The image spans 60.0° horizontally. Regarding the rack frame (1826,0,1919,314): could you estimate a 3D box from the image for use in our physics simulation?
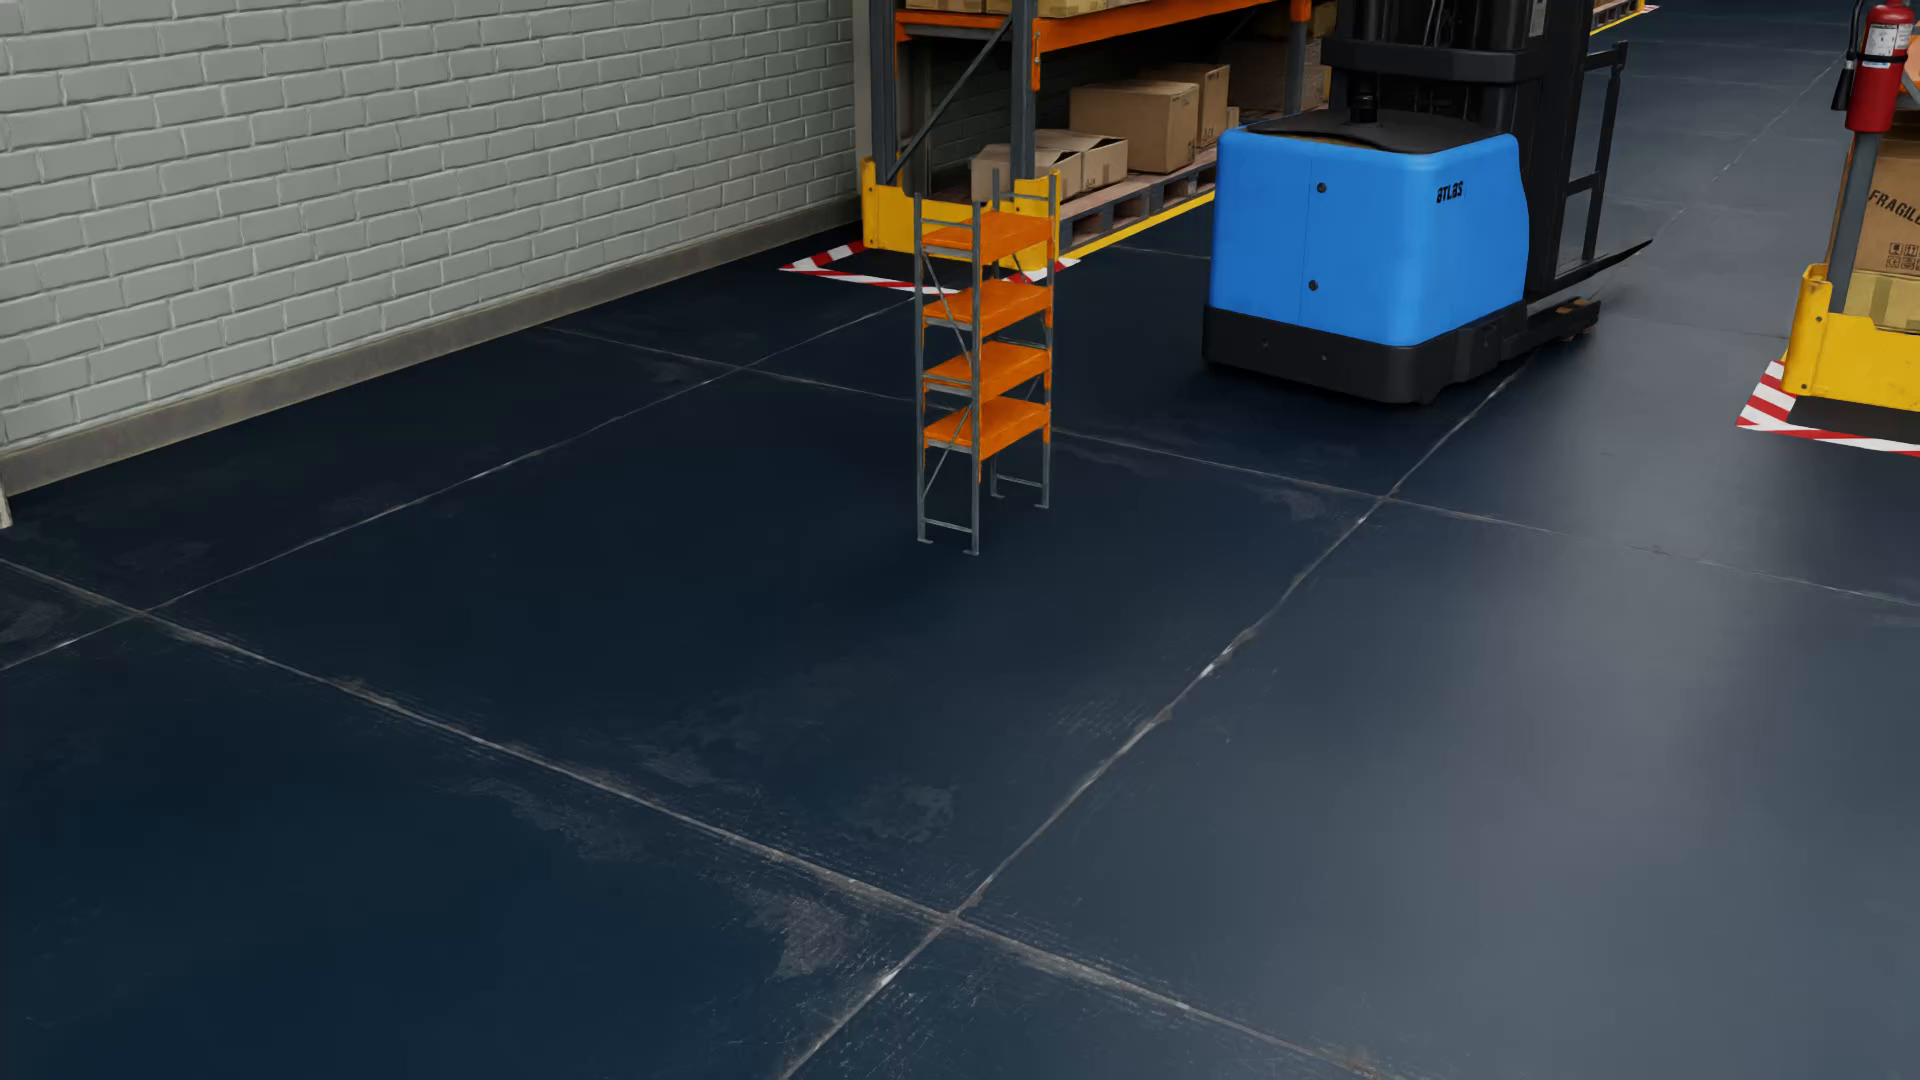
[{"bbox_3d":[4.165,-1.967,6.519,1.000,3.000,0.127,14,27,29],"label":"rack frame"}]

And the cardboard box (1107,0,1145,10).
[{"bbox_3d":[0.743,-3.221,9.578,0.500,0.250,0.500,13,27,27],"label":"cardboard box"}]

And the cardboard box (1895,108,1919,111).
[{"bbox_3d":[4.975,-1.995,8.570,0.500,0.500,0.500,14,27,29],"label":"cardboard box"}]

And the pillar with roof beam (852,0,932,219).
[{"bbox_3d":[3.246,-5.273,6.602,9.100,9.000,0.400,14,27,29],"label":"pillar with roof beam"}]

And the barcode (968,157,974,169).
[{"bbox_3d":[0.065,-2.281,10.062,0.001,0.075,0.075,14,27,29],"label":"barcode"}]

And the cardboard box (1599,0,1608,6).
[{"bbox_3d":[7.581,-6.854,20.424,0.700,0.500,0.500,13,27,27],"label":"cardboard box"}]

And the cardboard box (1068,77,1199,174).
[{"bbox_3d":[1.126,-2.703,10.811,0.700,0.500,0.500,12,26,26],"label":"cardboard box"}]

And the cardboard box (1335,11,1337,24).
[{"bbox_3d":[2.939,-4.331,13.627,0.500,0.250,0.500,13,27,27],"label":"cardboard box"}]

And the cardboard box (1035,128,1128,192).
[{"bbox_3d":[0.696,-2.379,10.301,0.500,0.311,0.500,16,28,33],"label":"cardboard box"}]

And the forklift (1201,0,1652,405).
[{"bbox_3d":[2.453,-2.409,7.624,1.130,2.935,3.031,20,30,38],"label":"forklift"}]

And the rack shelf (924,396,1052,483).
[{"bbox_3d":[0.087,-0.363,5.746,0.258,0.148,0.480,14,27,29],"label":"rack shelf"}]

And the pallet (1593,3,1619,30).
[{"bbox_3d":[7.394,-6.428,20.333,1.003,0.211,1.213,14,27,29],"label":"pallet"}]

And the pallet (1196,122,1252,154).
[{"bbox_3d":[1.740,-2.840,12.045,1.003,0.211,1.213,14,27,29],"label":"pallet"}]

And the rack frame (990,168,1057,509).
[{"bbox_3d":[0.216,-0.689,5.831,0.240,1.200,0.015,14,27,29],"label":"rack frame"}]

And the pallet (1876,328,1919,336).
[{"bbox_3d":[4.533,-0.955,7.689,1.003,0.211,1.213,14,27,29],"label":"pallet"}]

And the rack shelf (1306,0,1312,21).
[{"bbox_3d":[3.119,-4.699,13.734,1.077,0.370,4.000,14,27,29],"label":"rack shelf"}]

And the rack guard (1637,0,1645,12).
[{"bbox_3d":[8.407,-7.265,21.903,1.175,0.500,0.348,14,27,29],"label":"rack guard"}]

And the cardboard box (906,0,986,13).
[{"bbox_3d":[0.036,-3.143,9.398,0.500,0.250,0.500,14,27,30],"label":"cardboard box"}]

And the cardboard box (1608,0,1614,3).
[{"bbox_3d":[7.846,-7.024,20.817,0.700,0.500,0.500,14,27,29],"label":"cardboard box"}]

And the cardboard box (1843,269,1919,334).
[{"bbox_3d":[4.197,-1.141,7.543,0.500,0.250,0.500,14,27,29],"label":"cardboard box"}]

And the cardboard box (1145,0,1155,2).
[{"bbox_3d":[1.017,-3.392,9.972,0.500,0.250,0.500,13,27,28],"label":"cardboard box"}]

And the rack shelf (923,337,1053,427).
[{"bbox_3d":[0.087,-0.545,5.667,0.258,0.148,0.480,14,27,29],"label":"rack shelf"}]

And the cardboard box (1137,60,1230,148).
[{"bbox_3d":[1.551,-3.050,11.613,0.500,0.500,0.500,12,26,25],"label":"cardboard box"}]

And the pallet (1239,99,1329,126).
[{"bbox_3d":[2.474,-3.338,13.194,1.003,0.211,1.213,14,27,29],"label":"pallet"}]

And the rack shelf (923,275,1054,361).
[{"bbox_3d":[0.087,-0.750,5.579,0.258,0.148,0.480,14,27,29],"label":"rack shelf"}]

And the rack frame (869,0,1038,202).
[{"bbox_3d":[-0.046,-3.004,8.914,1.000,3.000,0.127,14,27,29],"label":"rack frame"}]

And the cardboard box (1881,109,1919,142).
[{"bbox_3d":[4.710,-1.826,8.181,0.500,0.500,0.500,14,27,29],"label":"cardboard box"}]

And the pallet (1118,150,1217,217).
[{"bbox_3d":[1.097,-2.427,11.090,1.003,0.211,1.213,14,27,29],"label":"pallet"}]

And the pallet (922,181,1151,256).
[{"bbox_3d":[0.453,-2.017,10.143,1.003,0.211,1.213,14,27,29],"label":"pallet"}]

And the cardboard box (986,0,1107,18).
[{"bbox_3d":[0.481,-3.043,9.166,0.500,0.250,0.500,13,27,27],"label":"cardboard box"}]

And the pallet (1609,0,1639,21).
[{"bbox_3d":[8.039,-6.838,21.281,1.003,0.211,1.213,14,27,29],"label":"pallet"}]

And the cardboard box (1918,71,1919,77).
[{"bbox_3d":[4.422,-2.168,6.856,0.700,0.500,0.500,14,27,29],"label":"cardboard box"}]

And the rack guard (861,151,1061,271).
[{"bbox_3d":[-0.006,-1.883,9.469,1.175,0.500,0.348,14,27,29],"label":"rack guard"}]

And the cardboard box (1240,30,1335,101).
[{"bbox_3d":[2.668,-3.846,13.450,0.700,0.500,0.500,13,27,28],"label":"cardboard box"}]

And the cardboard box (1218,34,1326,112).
[{"bbox_3d":[2.438,-3.661,13.023,0.700,0.500,0.500,15,28,31],"label":"cardboard box"}]

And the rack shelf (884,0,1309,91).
[{"bbox_3d":[1.009,-3.349,10.616,1.077,0.370,4.000,14,27,29],"label":"rack shelf"}]

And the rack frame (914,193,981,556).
[{"bbox_3d":[-0.041,-0.524,5.450,0.240,1.200,0.015,14,27,29],"label":"rack frame"}]

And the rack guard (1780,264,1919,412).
[{"bbox_3d":[4.152,-0.812,6.996,1.175,0.500,0.348,14,27,29],"label":"rack guard"}]

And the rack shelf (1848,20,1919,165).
[{"bbox_3d":[5.220,-2.312,8.221,1.077,0.370,4.000,14,27,29],"label":"rack shelf"}]

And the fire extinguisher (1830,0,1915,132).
[{"bbox_3d":[3.708,-1.989,6.667,0.296,0.674,0.183,14,27,29],"label":"fire extinguisher"}]

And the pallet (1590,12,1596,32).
[{"bbox_3d":[6.752,-6.015,19.378,1.003,0.211,1.213,14,27,29],"label":"pallet"}]

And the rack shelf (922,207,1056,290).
[{"bbox_3d":[0.087,-0.967,5.485,0.258,0.148,0.480,14,27,29],"label":"rack shelf"}]

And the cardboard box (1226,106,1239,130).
[{"bbox_3d":[1.808,-3.069,12.076,0.380,0.166,0.250,10,25,22],"label":"cardboard box"}]

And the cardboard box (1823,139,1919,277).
[{"bbox_3d":[4.195,-1.486,7.395,0.500,0.500,0.500,14,27,29],"label":"cardboard box"}]

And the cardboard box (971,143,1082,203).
[{"bbox_3d":[0.396,-2.187,9.856,0.500,0.311,0.500,11,26,23],"label":"cardboard box"}]

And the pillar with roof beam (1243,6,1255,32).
[{"bbox_3d":[6.411,-7.298,11.280,9.100,9.000,0.400,14,27,29],"label":"pillar with roof beam"}]

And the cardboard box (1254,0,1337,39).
[{"bbox_3d":[2.668,-4.154,13.219,0.500,0.250,0.500,13,27,28],"label":"cardboard box"}]

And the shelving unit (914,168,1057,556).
[{"bbox_3d":[0.087,-0.606,5.641,0.258,1.200,0.503,14,27,29],"label":"shelving unit"}]

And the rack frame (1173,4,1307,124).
[{"bbox_3d":[2.064,-4.354,12.032,1.000,3.000,0.127,14,27,29],"label":"rack frame"}]

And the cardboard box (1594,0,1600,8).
[{"bbox_3d":[7.306,-6.672,20.005,0.700,0.500,0.500,15,27,30],"label":"cardboard box"}]
